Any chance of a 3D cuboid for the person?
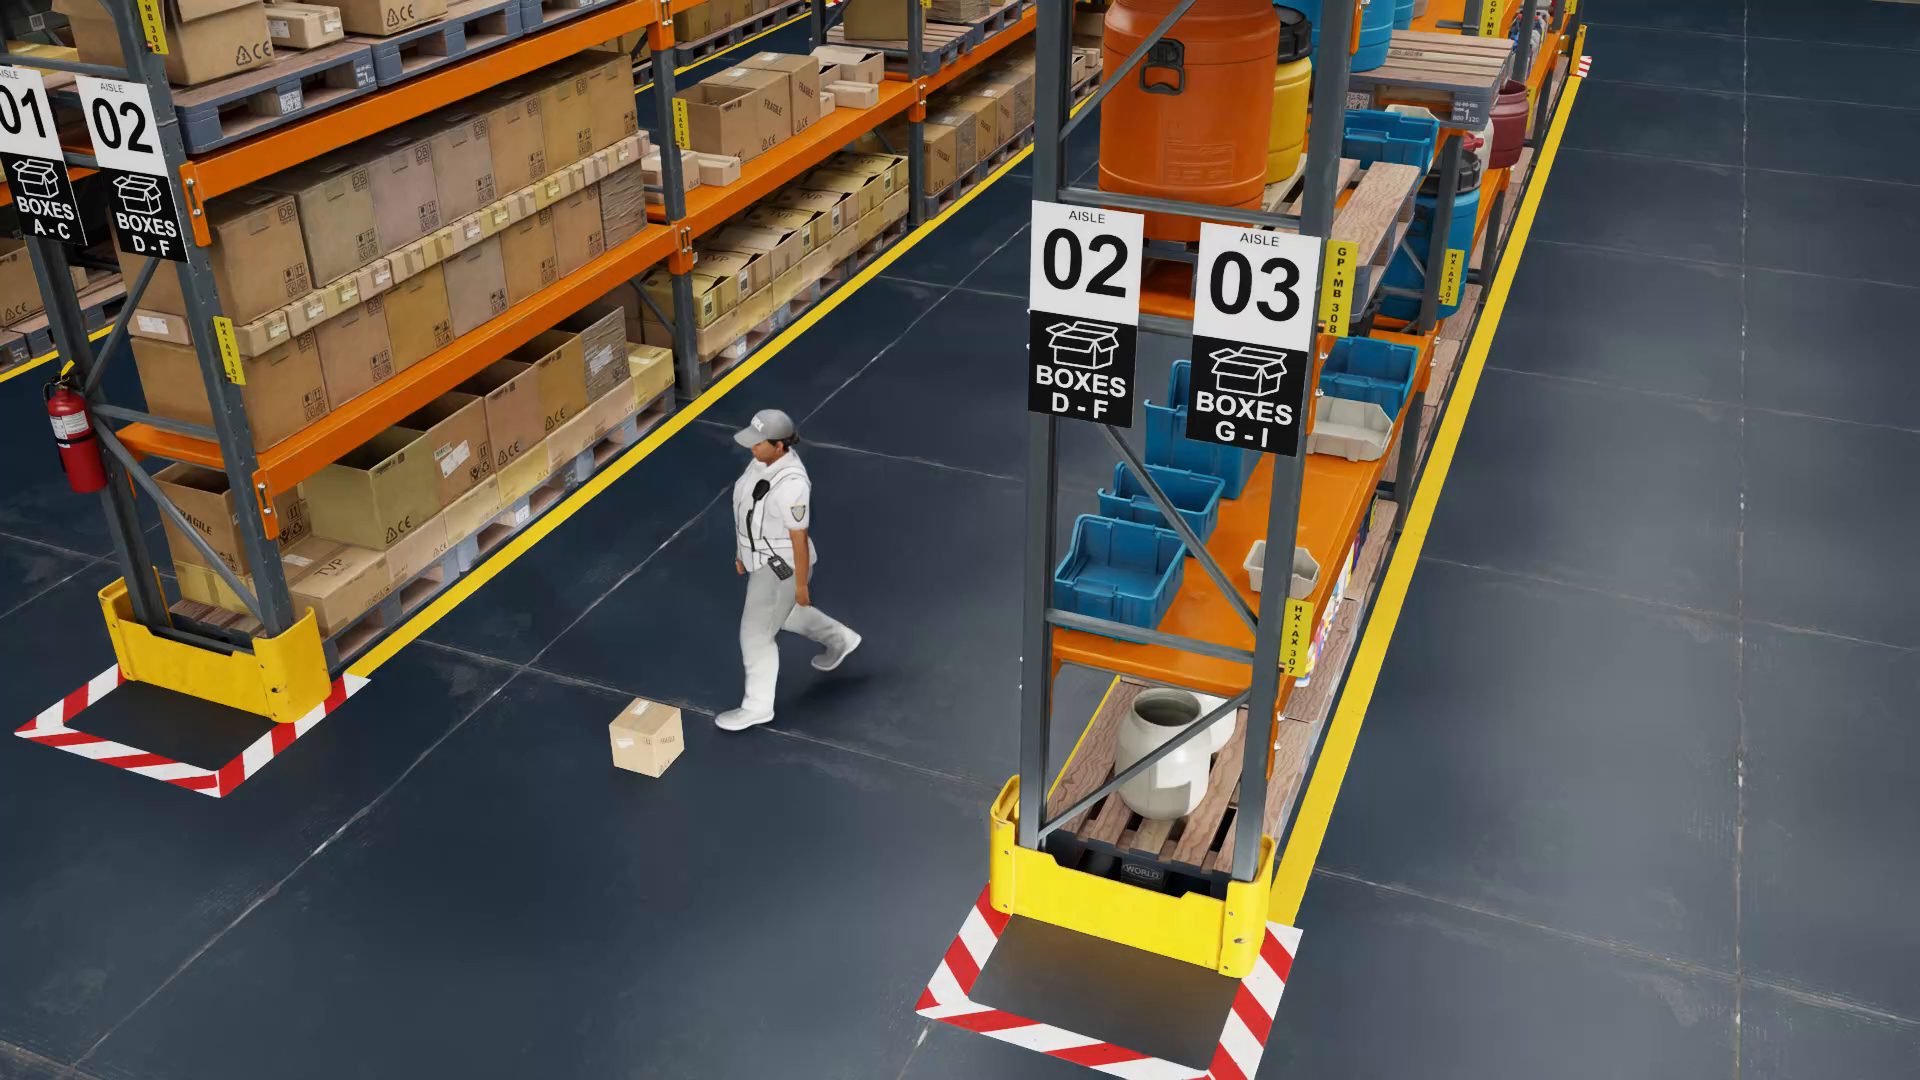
[{"bbox_3d":[-0.881,0.096,8.213,0.845,1.632,0.490,-10,31,-17],"label":"person"}]
